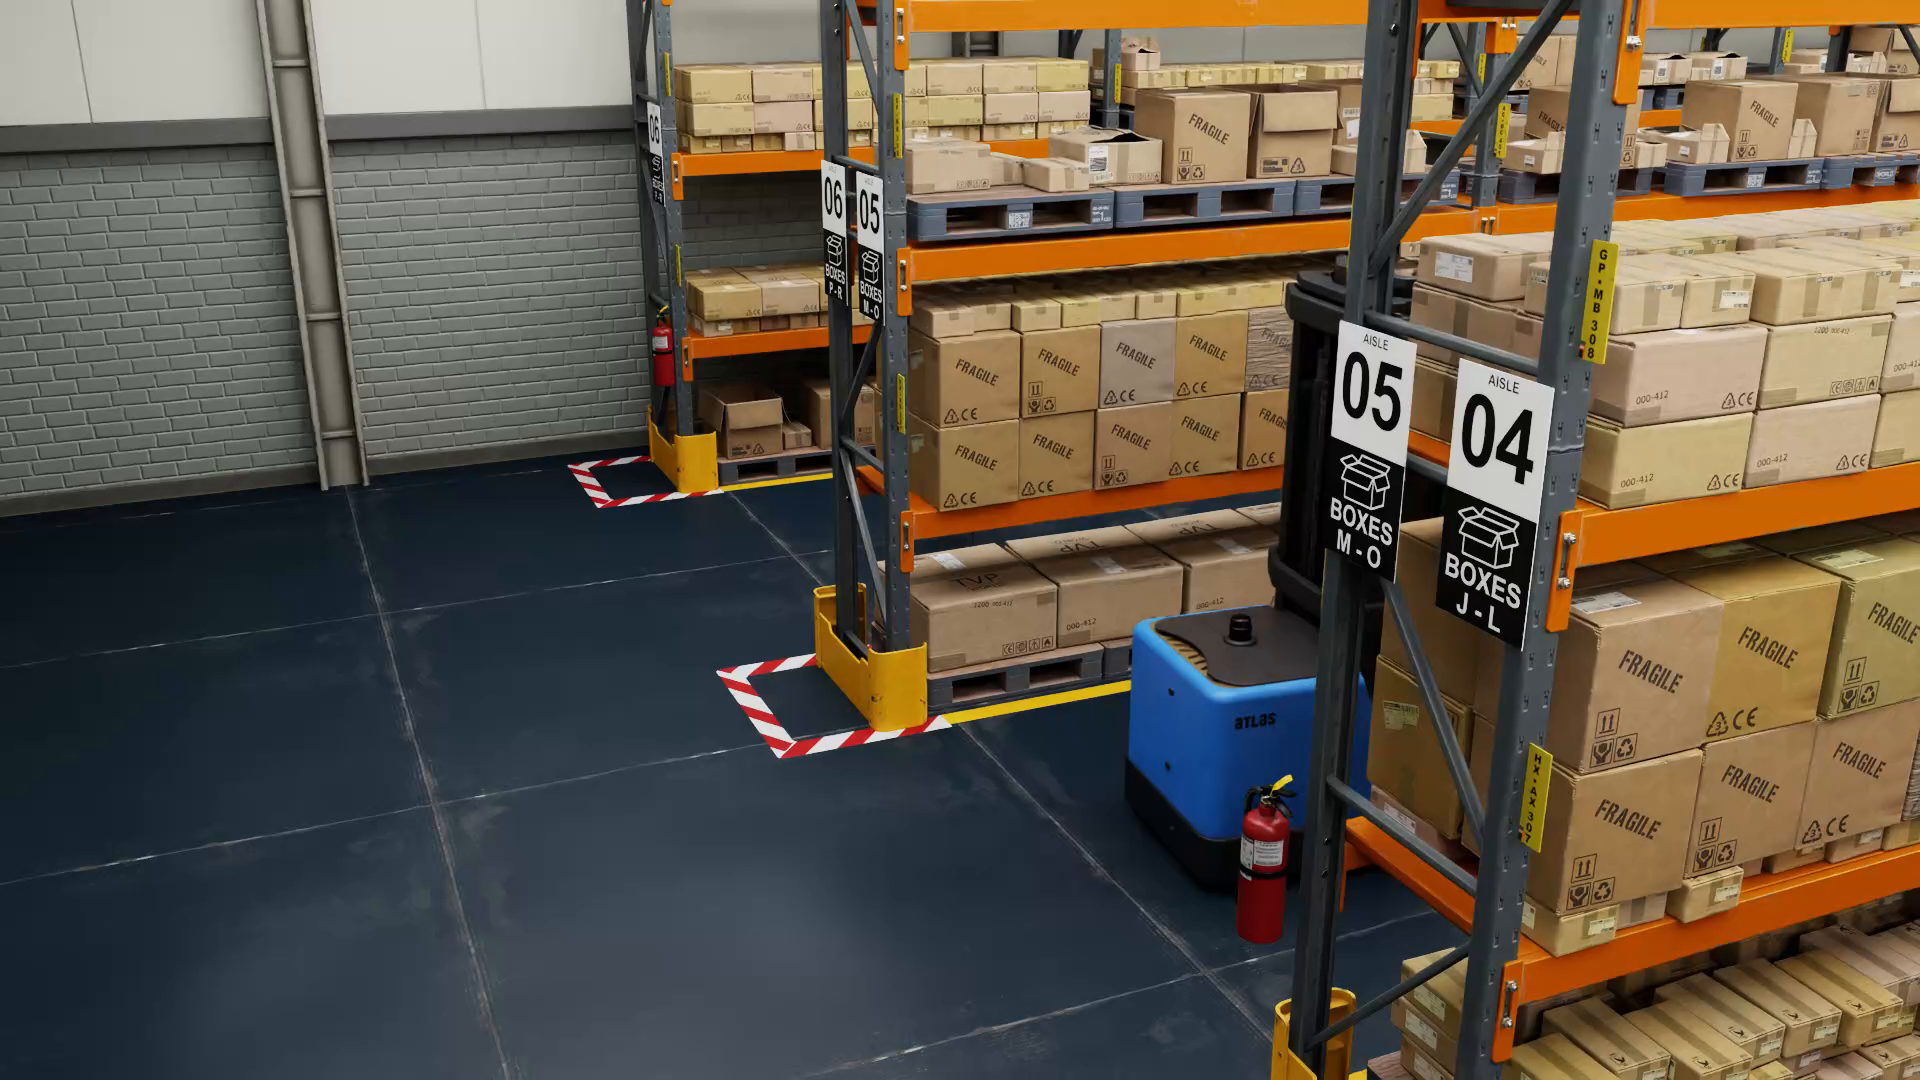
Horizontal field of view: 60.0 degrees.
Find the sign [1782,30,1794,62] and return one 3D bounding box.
[{"bbox_3d":[8.731,-5.213,17.543,0.005,0.325,0.100,-8,21,-22],"label":"sign"}]

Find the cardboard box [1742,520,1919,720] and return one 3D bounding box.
[{"bbox_3d":[2.977,0.251,5.690,0.500,0.500,0.500,-9,21,-23],"label":"cardboard box"}]

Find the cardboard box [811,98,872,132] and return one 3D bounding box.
[{"bbox_3d":[-1.062,-3.588,13.957,0.500,0.250,0.500,-9,21,-24],"label":"cardboard box"}]

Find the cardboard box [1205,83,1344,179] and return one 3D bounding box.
[{"bbox_3d":[1.906,-2.526,10.226,0.637,0.503,0.797,-6,20,-18],"label":"cardboard box"}]

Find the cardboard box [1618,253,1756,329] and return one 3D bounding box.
[{"bbox_3d":[2.140,-0.752,4.996,0.250,0.149,0.380,-7,21,-20],"label":"cardboard box"}]

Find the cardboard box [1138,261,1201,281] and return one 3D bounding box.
[{"bbox_3d":[1.333,-1.672,10.623,0.250,0.149,0.380,-8,21,-22],"label":"cardboard box"}]

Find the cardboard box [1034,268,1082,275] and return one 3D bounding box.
[{"bbox_3d":[0.791,-2.446,15.231,0.500,0.250,0.500,-8,21,-21],"label":"cardboard box"}]

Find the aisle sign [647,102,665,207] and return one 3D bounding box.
[{"bbox_3d":[-2.458,-3.119,13.451,0.004,0.787,0.394,-8,21,-22],"label":"aisle sign"}]

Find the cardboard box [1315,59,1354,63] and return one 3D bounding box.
[{"bbox_3d":[3.689,-4.645,16.359,0.250,0.149,0.380,-7,21,-20],"label":"cardboard box"}]

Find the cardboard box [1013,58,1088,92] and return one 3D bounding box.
[{"bbox_3d":[0.794,-4.098,14.654,0.500,0.250,0.500,-8,21,-22],"label":"cardboard box"}]

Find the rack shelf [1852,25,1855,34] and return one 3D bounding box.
[{"bbox_3d":[8.640,-4.096,12.790,4.000,0.370,1.077,-8,21,-22],"label":"rack shelf"}]

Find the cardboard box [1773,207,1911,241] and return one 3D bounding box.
[{"bbox_3d":[3.122,-1.079,5.927,0.250,0.149,0.380,-9,21,-23],"label":"cardboard box"}]

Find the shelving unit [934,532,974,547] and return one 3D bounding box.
[{"bbox_3d":[-0.049,-0.488,12.828,0.252,1.050,0.215,-8,21,-22],"label":"shelving unit"}]

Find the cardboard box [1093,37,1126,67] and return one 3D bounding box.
[{"bbox_3d":[1.415,-4.456,15.169,0.258,0.266,0.396,-8,21,-23],"label":"cardboard box"}]

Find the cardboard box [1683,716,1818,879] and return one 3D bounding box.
[{"bbox_3d":[2.515,0.777,5.700,0.500,0.500,0.500,-8,21,-22],"label":"cardboard box"}]

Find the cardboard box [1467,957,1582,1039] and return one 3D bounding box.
[{"bbox_3d":[2.151,1.721,6.381,0.250,0.149,0.380,-8,21,-21],"label":"cardboard box"}]

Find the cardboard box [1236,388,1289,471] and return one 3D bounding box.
[{"bbox_3d":[1.880,-0.773,10.550,0.500,0.500,0.500,-8,21,-23],"label":"cardboard box"}]

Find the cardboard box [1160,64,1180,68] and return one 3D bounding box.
[{"bbox_3d":[1.844,-4.351,15.494,0.250,0.149,0.380,-9,21,-23],"label":"cardboard box"}]

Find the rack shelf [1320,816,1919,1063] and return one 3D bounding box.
[{"bbox_3d":[3.348,1.094,6.482,4.000,0.370,1.077,-8,21,-22],"label":"rack shelf"}]

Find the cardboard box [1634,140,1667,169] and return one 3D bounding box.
[{"bbox_3d":[4.432,-2.567,10.999,0.250,0.166,0.380,-10,22,-26],"label":"cardboard box"}]

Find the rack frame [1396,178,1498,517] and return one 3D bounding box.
[{"bbox_3d":[3.131,-1.005,11.359,0.127,3.000,1.000,-8,21,-22],"label":"rack frame"}]

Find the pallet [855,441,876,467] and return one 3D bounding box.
[{"bbox_3d":[-0.591,-0.951,15.405,1.213,0.211,1.003,-8,21,-22],"label":"pallet"}]

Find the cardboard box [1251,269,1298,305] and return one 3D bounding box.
[{"bbox_3d":[2.016,-1.578,10.354,0.250,0.149,0.380,-8,21,-22],"label":"cardboard box"}]

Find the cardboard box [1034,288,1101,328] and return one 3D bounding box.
[{"bbox_3d":[0.625,-1.361,9.738,0.250,0.149,0.380,-9,21,-24],"label":"cardboard box"}]

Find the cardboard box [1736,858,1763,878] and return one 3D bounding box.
[{"bbox_3d":[2.608,1.052,5.895,0.250,0.149,0.380,-7,21,-19],"label":"cardboard box"}]

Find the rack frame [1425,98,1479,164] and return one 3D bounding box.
[{"bbox_3d":[4.834,-3.044,17.151,0.127,3.000,1.000,-8,21,-22],"label":"rack frame"}]

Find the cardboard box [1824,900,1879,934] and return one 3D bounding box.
[{"bbox_3d":[3.583,1.517,6.962,0.250,0.149,0.380,-9,21,-24],"label":"cardboard box"}]

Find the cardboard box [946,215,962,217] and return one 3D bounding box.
[{"bbox_3d":[-0.311,-2.826,15.182,0.500,0.500,0.500,-9,21,-23],"label":"cardboard box"}]

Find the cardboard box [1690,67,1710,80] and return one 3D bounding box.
[{"bbox_3d":[7.618,-4.875,17.429,0.250,0.149,0.380,-8,21,-22],"label":"cardboard box"}]

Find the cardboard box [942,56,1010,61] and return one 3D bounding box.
[{"bbox_3d":[0.125,-4.187,14.905,0.500,0.250,0.500,-9,21,-23],"label":"cardboard box"}]

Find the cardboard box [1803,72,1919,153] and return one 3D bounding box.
[{"bbox_3d":[6.518,-3.097,11.997,0.637,0.503,0.797,-10,22,-25],"label":"cardboard box"}]

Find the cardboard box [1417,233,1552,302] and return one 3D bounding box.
[{"bbox_3d":[1.701,-0.884,5.371,0.250,0.149,0.380,-8,21,-22],"label":"cardboard box"}]

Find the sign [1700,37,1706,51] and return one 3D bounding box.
[{"bbox_3d":[8.286,-5.435,18.528,0.005,0.325,0.100,-8,21,-22],"label":"sign"}]

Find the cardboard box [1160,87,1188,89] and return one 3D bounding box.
[{"bbox_3d":[1.845,-4.001,14.947,0.250,0.149,0.380,-8,21,-21],"label":"cardboard box"}]

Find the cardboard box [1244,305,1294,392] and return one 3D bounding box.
[{"bbox_3d":[1.874,-1.243,10.380,0.500,0.500,0.500,-8,21,-21],"label":"cardboard box"}]

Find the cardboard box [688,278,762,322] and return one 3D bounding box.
[{"bbox_3d":[-1.988,-2.039,14.074,0.500,0.250,0.500,-8,21,-22],"label":"cardboard box"}]

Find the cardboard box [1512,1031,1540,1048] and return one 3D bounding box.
[{"bbox_3d":[2.145,1.850,6.465,0.250,0.149,0.380,-9,21,-23],"label":"cardboard box"}]

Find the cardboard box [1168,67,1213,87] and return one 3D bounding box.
[{"bbox_3d":[2.076,-4.183,15.015,0.250,0.149,0.380,-9,21,-23],"label":"cardboard box"}]

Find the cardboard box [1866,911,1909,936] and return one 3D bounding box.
[{"bbox_3d":[3.808,1.615,7.130,0.250,0.149,0.380,-7,21,-19],"label":"cardboard box"}]

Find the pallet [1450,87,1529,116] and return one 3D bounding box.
[{"bbox_3d":[5.422,-4.486,17.015,1.003,0.211,1.213,-7,21,-19],"label":"pallet"}]

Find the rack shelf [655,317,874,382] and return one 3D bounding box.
[{"bbox_3d":[-0.675,-1.915,15.029,4.000,0.370,1.077,-8,21,-22],"label":"rack shelf"}]

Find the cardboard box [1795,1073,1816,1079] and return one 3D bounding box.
[{"bbox_3d":[3.027,2.036,6.383,0.250,0.149,0.380,-8,21,-22],"label":"cardboard box"}]

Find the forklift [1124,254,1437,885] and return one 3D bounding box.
[{"bbox_3d":[2.454,0.044,8.483,3.031,2.935,1.130,-6,20,-17],"label":"forklift"}]

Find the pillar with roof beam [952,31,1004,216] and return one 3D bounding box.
[{"bbox_3d":[1.870,-4.218,11.452,0.400,9.000,9.100,-8,21,-22],"label":"pillar with roof beam"}]

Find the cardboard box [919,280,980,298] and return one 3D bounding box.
[{"bbox_3d":[-0.068,-1.452,9.997,0.250,0.149,0.380,-8,21,-21],"label":"cardboard box"}]

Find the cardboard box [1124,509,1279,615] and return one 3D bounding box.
[{"bbox_3d":[1.690,0.174,11.238,0.875,0.438,0.875,-9,21,-24],"label":"cardboard box"}]

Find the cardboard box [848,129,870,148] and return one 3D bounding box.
[{"bbox_3d":[-0.944,-3.420,14.079,0.250,0.149,0.380,-8,21,-23],"label":"cardboard box"}]

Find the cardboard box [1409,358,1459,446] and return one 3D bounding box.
[{"bbox_3d":[1.825,-0.467,5.541,0.500,0.250,0.500,-9,21,-23],"label":"cardboard box"}]

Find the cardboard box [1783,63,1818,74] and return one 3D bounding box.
[{"bbox_3d":[9.040,-5.078,18.007,0.250,0.149,0.380,-8,21,-21],"label":"cardboard box"}]

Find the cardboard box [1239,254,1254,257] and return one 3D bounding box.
[{"bbox_3d":[2.589,-2.718,15.796,0.258,0.266,0.396,-7,21,-19],"label":"cardboard box"}]

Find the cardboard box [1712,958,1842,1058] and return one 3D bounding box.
[{"bbox_3d":[3.068,1.760,6.272,0.250,0.149,0.380,-7,21,-20],"label":"cardboard box"}]

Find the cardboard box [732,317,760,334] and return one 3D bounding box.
[{"bbox_3d":[-1.885,-1.880,14.224,0.250,0.149,0.380,-8,21,-21],"label":"cardboard box"}]

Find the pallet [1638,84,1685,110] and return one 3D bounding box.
[{"bbox_3d":[7.703,-4.775,17.838,1.217,0.209,0.805,-9,21,-24],"label":"pallet"}]

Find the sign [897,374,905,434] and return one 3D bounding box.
[{"bbox_3d":[-0.327,-0.754,9.225,0.005,0.325,0.100,-8,21,-22],"label":"sign"}]

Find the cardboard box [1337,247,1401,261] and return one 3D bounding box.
[{"bbox_3d":[2.738,-1.867,11.175,0.250,0.149,0.380,-8,21,-23],"label":"cardboard box"}]

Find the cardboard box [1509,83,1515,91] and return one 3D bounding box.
[{"bbox_3d":[5.275,-4.547,16.473,0.250,0.166,0.380,-8,21,-22],"label":"cardboard box"}]

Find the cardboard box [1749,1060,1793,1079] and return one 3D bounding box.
[{"bbox_3d":[2.837,1.955,6.166,0.250,0.149,0.380,-7,21,-20],"label":"cardboard box"}]

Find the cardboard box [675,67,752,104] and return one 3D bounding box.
[{"bbox_3d":[-2.004,-3.694,13.505,0.500,0.250,0.500,-8,21,-23],"label":"cardboard box"}]

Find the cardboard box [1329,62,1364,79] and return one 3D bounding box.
[{"bbox_3d":[3.675,-4.444,15.789,0.250,0.149,0.380,-9,21,-23],"label":"cardboard box"}]

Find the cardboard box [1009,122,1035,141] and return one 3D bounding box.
[{"bbox_3d":[0.472,-3.613,14.628,0.250,0.149,0.380,-7,21,-20],"label":"cardboard box"}]
